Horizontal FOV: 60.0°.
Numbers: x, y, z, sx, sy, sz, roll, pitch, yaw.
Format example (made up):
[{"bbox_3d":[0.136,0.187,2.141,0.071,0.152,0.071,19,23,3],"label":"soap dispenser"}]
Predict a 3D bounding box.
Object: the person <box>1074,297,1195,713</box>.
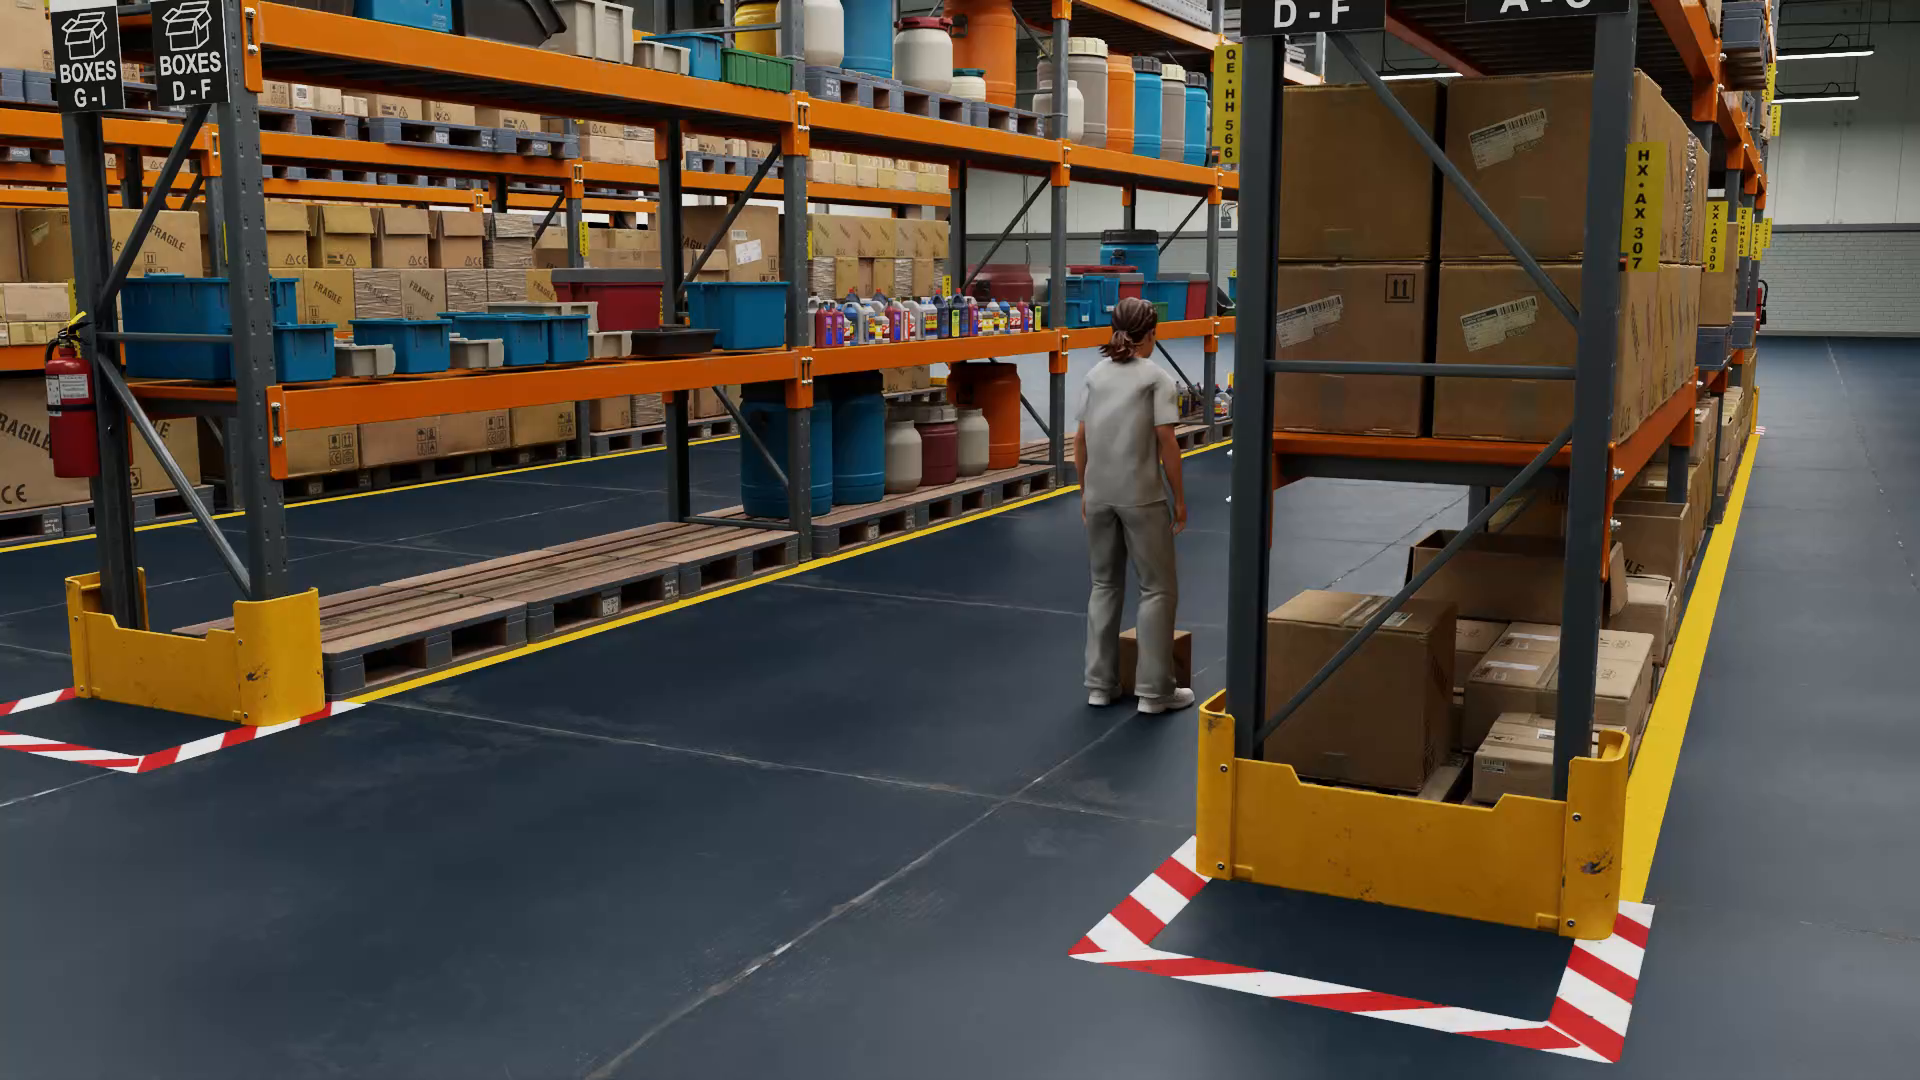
[{"bbox_3d":[0.692,-0.146,6.778,0.485,1.673,0.359,6,11,34],"label":"person"}]
